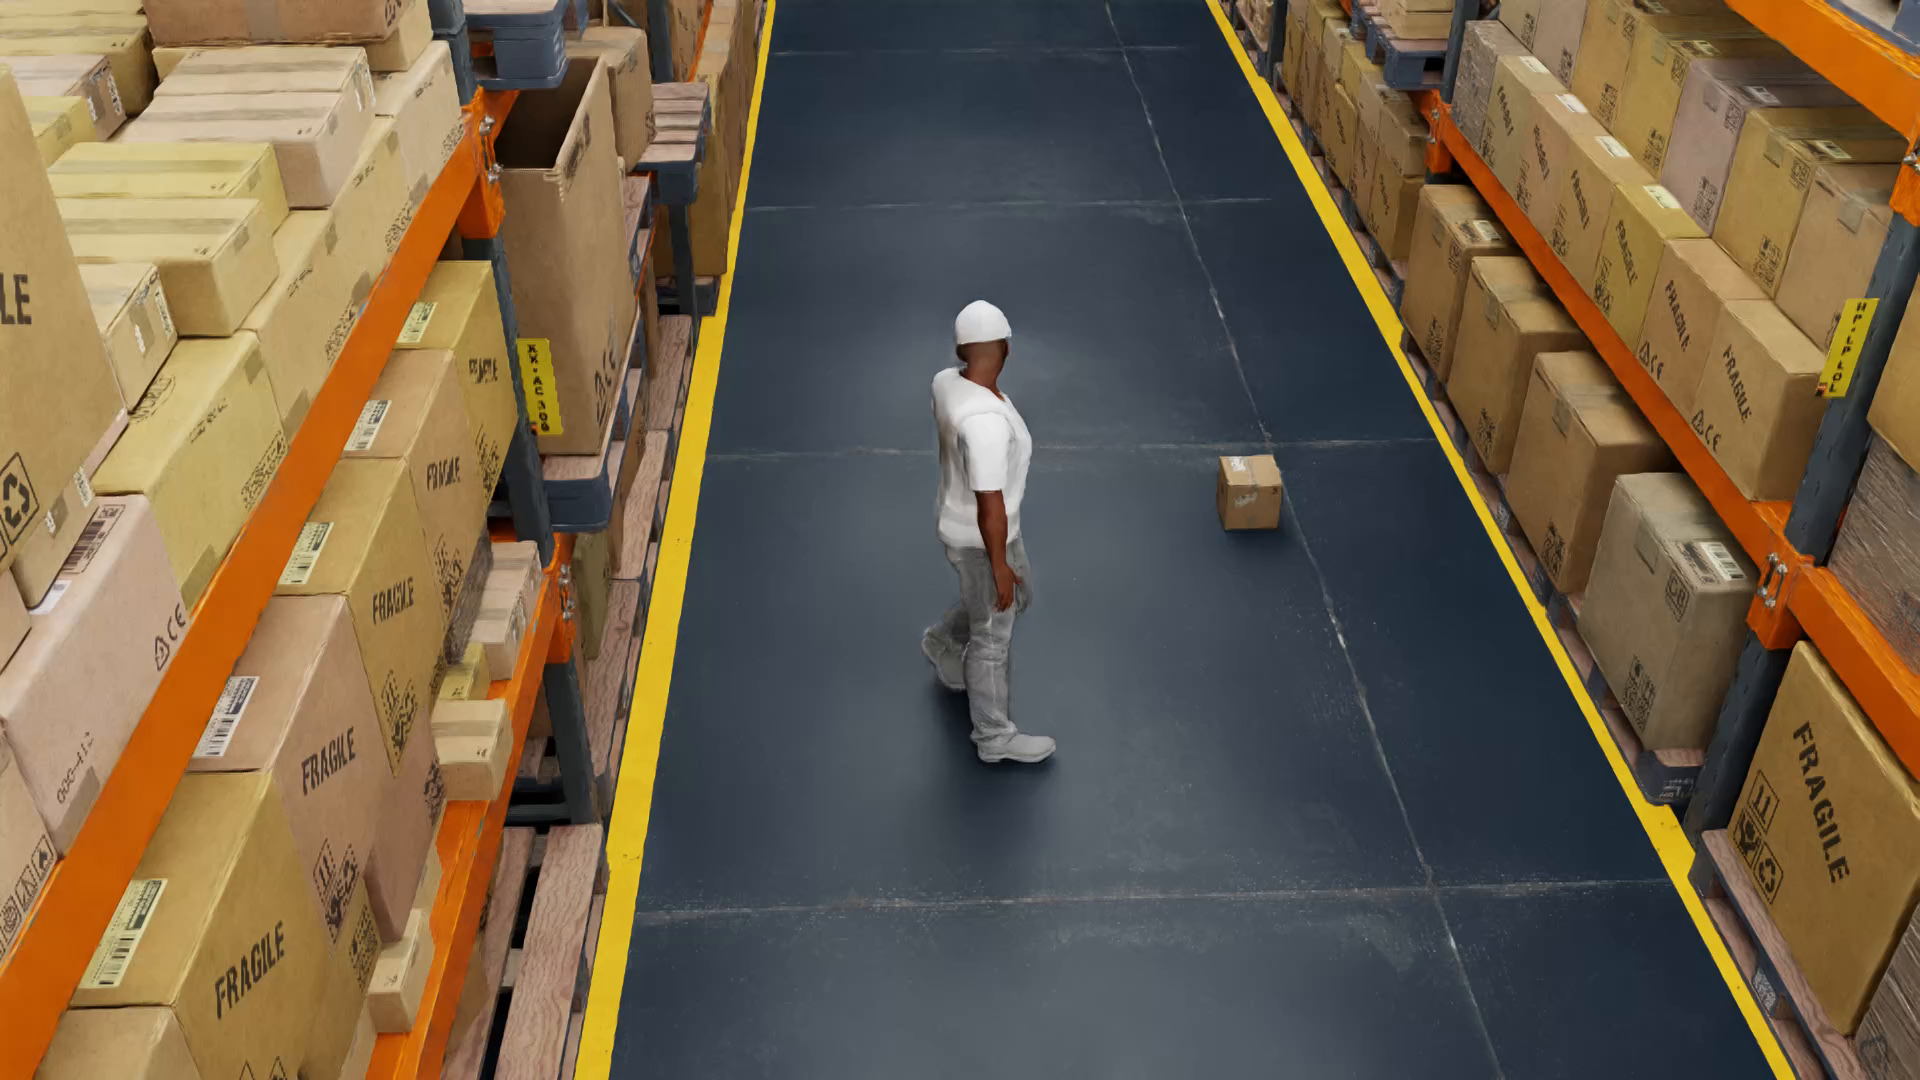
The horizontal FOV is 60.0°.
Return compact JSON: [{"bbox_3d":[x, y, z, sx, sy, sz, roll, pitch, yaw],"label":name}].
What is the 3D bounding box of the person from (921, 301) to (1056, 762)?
[{"bbox_3d":[0.106,-0.033,6.187,0.523,1.732,0.680,-1,35,-1],"label":"person"}]
